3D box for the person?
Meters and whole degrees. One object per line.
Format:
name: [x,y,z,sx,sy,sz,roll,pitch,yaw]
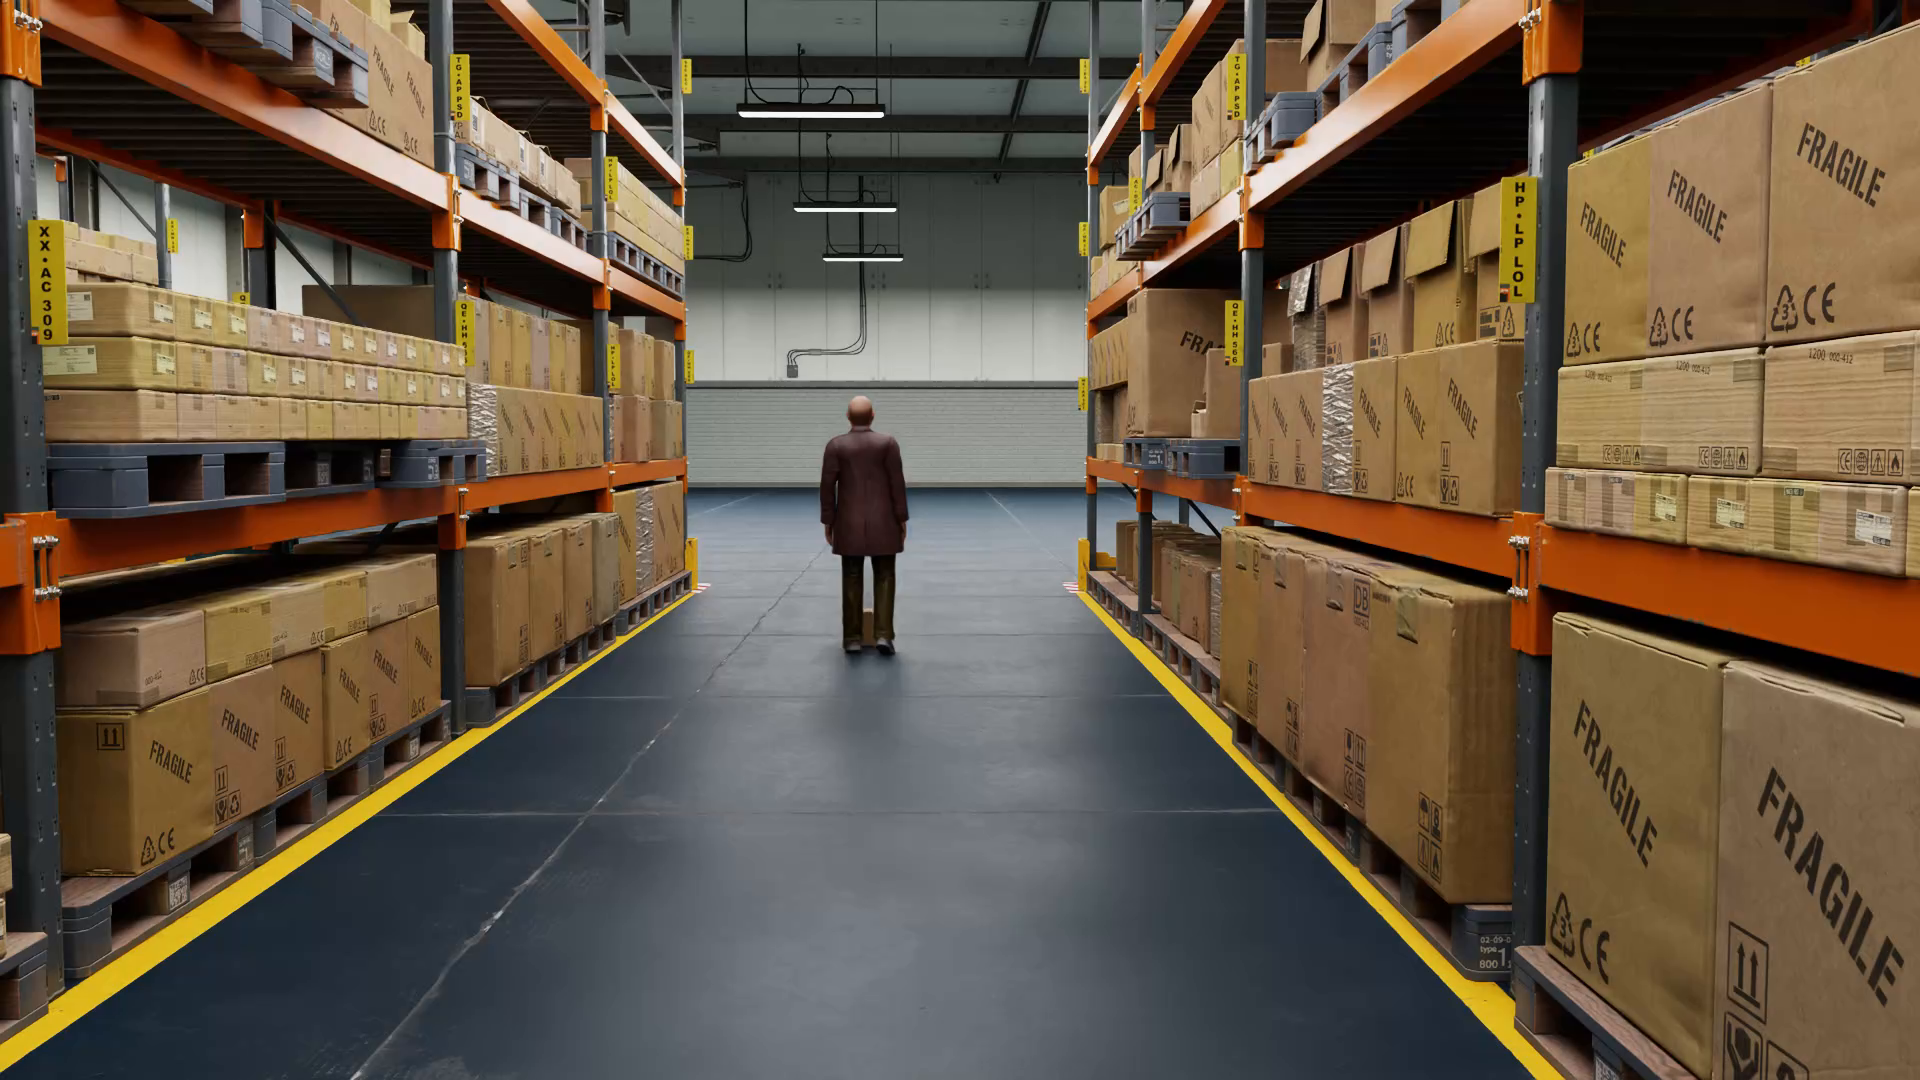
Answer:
person: [-0.665,-0.083,11.673,0.623,1.848,0.471,0,4,-1]
